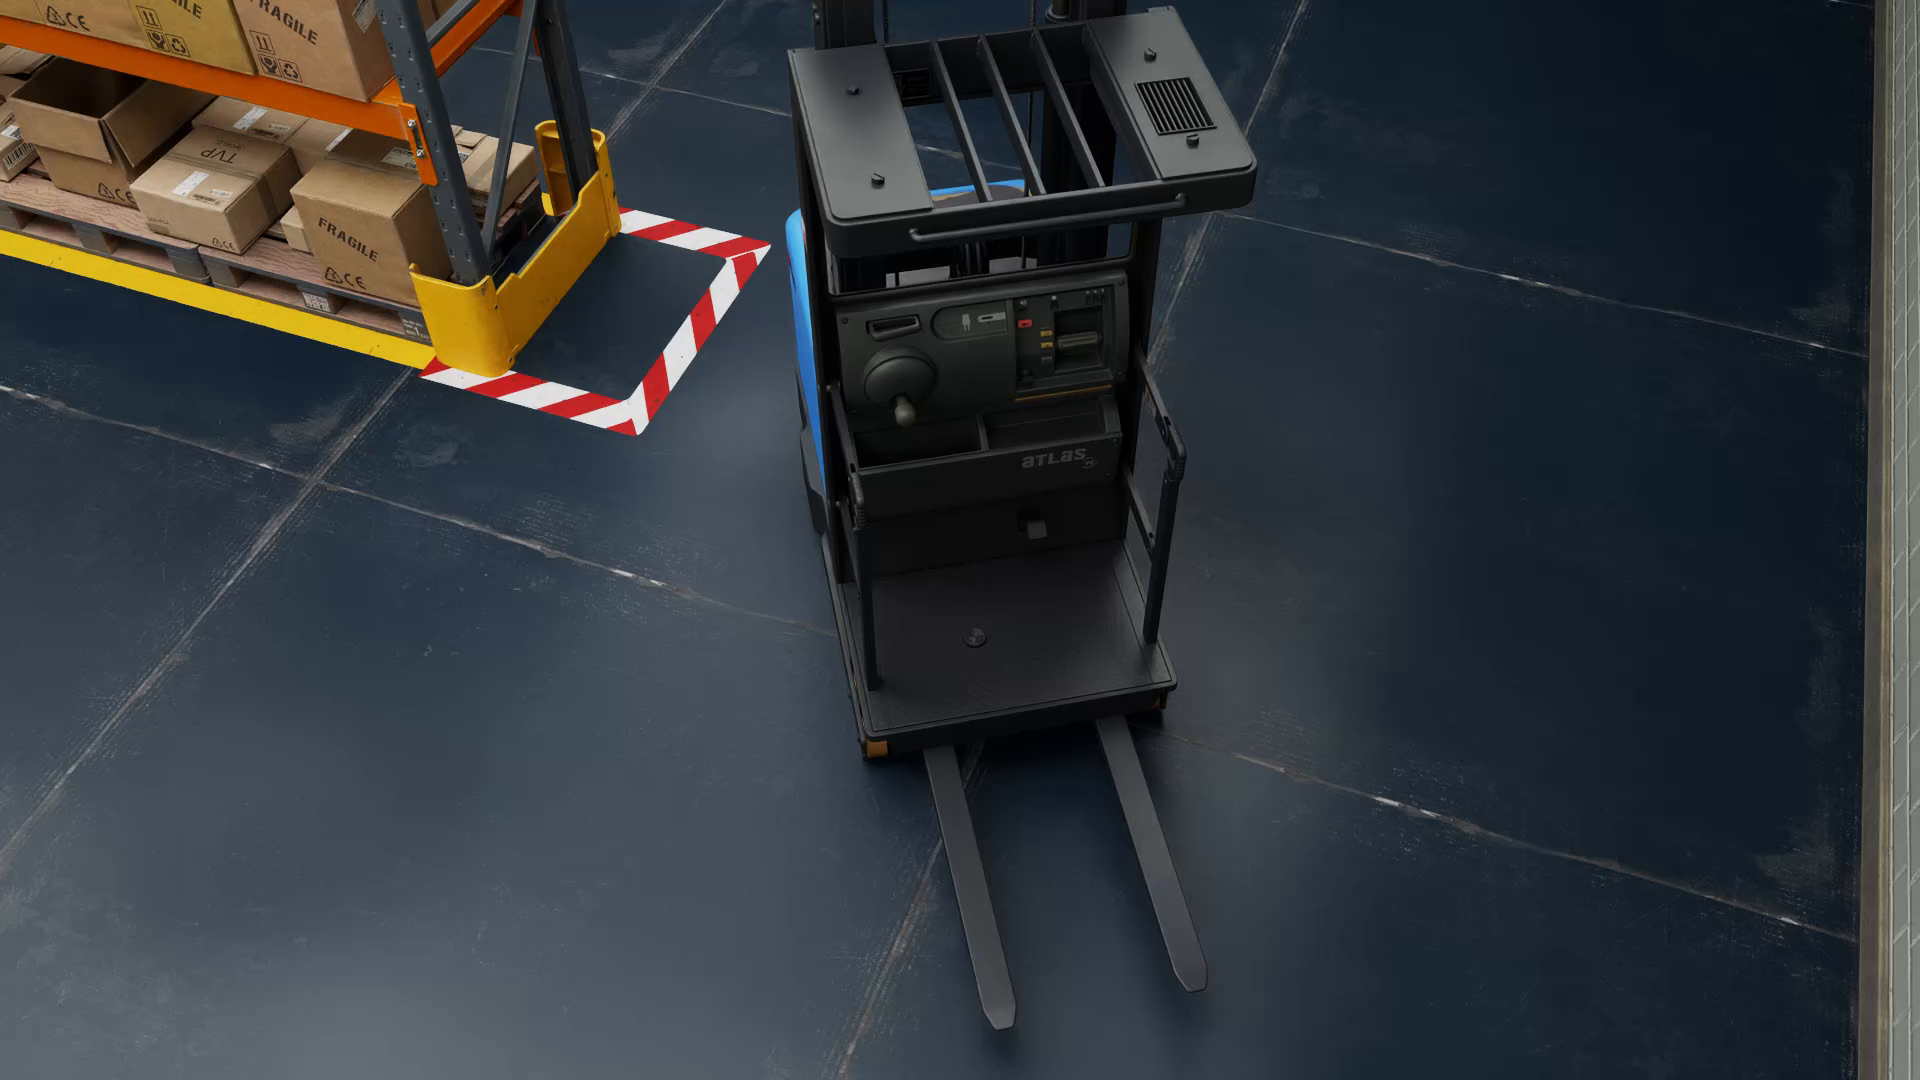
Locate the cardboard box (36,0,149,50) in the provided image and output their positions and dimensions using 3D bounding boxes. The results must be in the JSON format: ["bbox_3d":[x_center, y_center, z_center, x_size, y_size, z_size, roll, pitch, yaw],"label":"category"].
[{"bbox_3d":[-3.350,-2.338,6.592,0.500,0.500,0.500,16,51,13],"label":"cardboard box"}]

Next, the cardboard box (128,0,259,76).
[{"bbox_3d":[-2.884,-2.203,6.475,0.500,0.500,0.500,16,51,13],"label":"cardboard box"}]

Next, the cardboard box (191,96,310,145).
[{"bbox_3d":[-3.232,-1.962,7.860,0.500,0.250,0.500,16,51,13],"label":"cardboard box"}]

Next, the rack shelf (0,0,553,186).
[{"bbox_3d":[-3.758,-2.401,7.189,4.000,0.370,1.077,16,51,13],"label":"rack shelf"}]

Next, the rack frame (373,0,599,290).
[{"bbox_3d":[-1.882,-2.113,6.463,0.127,3.000,1.000,16,51,13],"label":"rack frame"}]

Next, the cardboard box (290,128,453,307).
[{"bbox_3d":[-2.477,-1.406,7.213,0.500,0.500,0.500,16,51,13],"label":"cardboard box"}]

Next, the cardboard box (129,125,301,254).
[{"bbox_3d":[-3.358,-1.594,7.542,0.500,0.250,0.500,16,51,13],"label":"cardboard box"}]

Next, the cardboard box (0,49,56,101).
[{"bbox_3d":[-4.298,-2.279,8.095,0.500,0.311,0.500,16,51,13],"label":"cardboard box"}]

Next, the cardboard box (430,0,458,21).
[{"bbox_3d":[-2.207,-2.449,6.688,0.500,0.500,0.500,17,51,14],"label":"cardboard box"}]

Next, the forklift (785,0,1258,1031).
[{"bbox_3d":[0.126,-0.500,5.110,1.130,2.935,3.031,-9,50,-8],"label":"forklift"}]

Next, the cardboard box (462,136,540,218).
[{"bbox_3d":[-2.156,-1.677,7.680,0.250,0.149,0.380,16,51,13],"label":"cardboard box"}]

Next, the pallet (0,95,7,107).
[{"bbox_3d":[-4.990,-2.066,8.268,1.213,0.211,1.003,16,51,13],"label":"pallet"}]

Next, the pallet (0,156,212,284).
[{"bbox_3d":[-3.842,-1.748,7.992,1.213,0.211,1.003,16,51,13],"label":"pallet"}]

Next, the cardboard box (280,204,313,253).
[{"bbox_3d":[-2.826,-1.467,7.487,0.250,0.166,0.380,16,51,13],"label":"cardboard box"}]

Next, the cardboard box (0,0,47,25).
[{"bbox_3d":[-3.823,-2.470,6.706,0.500,0.500,0.500,15,51,13],"label":"cardboard box"}]

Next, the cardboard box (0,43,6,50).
[{"bbox_3d":[-5.001,-2.538,8.194,0.500,0.500,0.500,16,51,13],"label":"cardboard box"}]

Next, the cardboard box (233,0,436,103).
[{"bbox_3d":[-2.396,-2.070,6.359,0.500,0.500,0.500,17,51,14],"label":"cardboard box"}]

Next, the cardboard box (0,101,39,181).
[{"bbox_3d":[-4.500,-1.894,7.857,0.250,0.166,0.380,16,51,13],"label":"cardboard box"}]

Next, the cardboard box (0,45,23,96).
[{"bbox_3d":[-4.629,-2.367,8.278,0.250,0.149,0.380,16,51,13],"label":"cardboard box"}]

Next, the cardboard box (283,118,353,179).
[{"bbox_3d":[-2.763,-1.831,7.747,0.500,0.250,0.500,16,51,13],"label":"cardboard box"}]

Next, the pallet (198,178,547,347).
[{"bbox_3d":[-2.701,-1.427,7.714,1.213,0.211,1.003,16,51,13],"label":"pallet"}]

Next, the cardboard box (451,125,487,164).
[{"bbox_3d":[-2.390,-1.748,7.730,0.250,0.166,0.380,16,51,13],"label":"cardboard box"}]

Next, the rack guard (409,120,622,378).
[{"bbox_3d":[-1.953,-1.314,7.425,0.348,0.500,1.175,16,51,13],"label":"rack guard"}]

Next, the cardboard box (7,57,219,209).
[{"bbox_3d":[-3.870,-1.998,7.725,0.637,0.503,0.797,16,51,13],"label":"cardboard box"}]
